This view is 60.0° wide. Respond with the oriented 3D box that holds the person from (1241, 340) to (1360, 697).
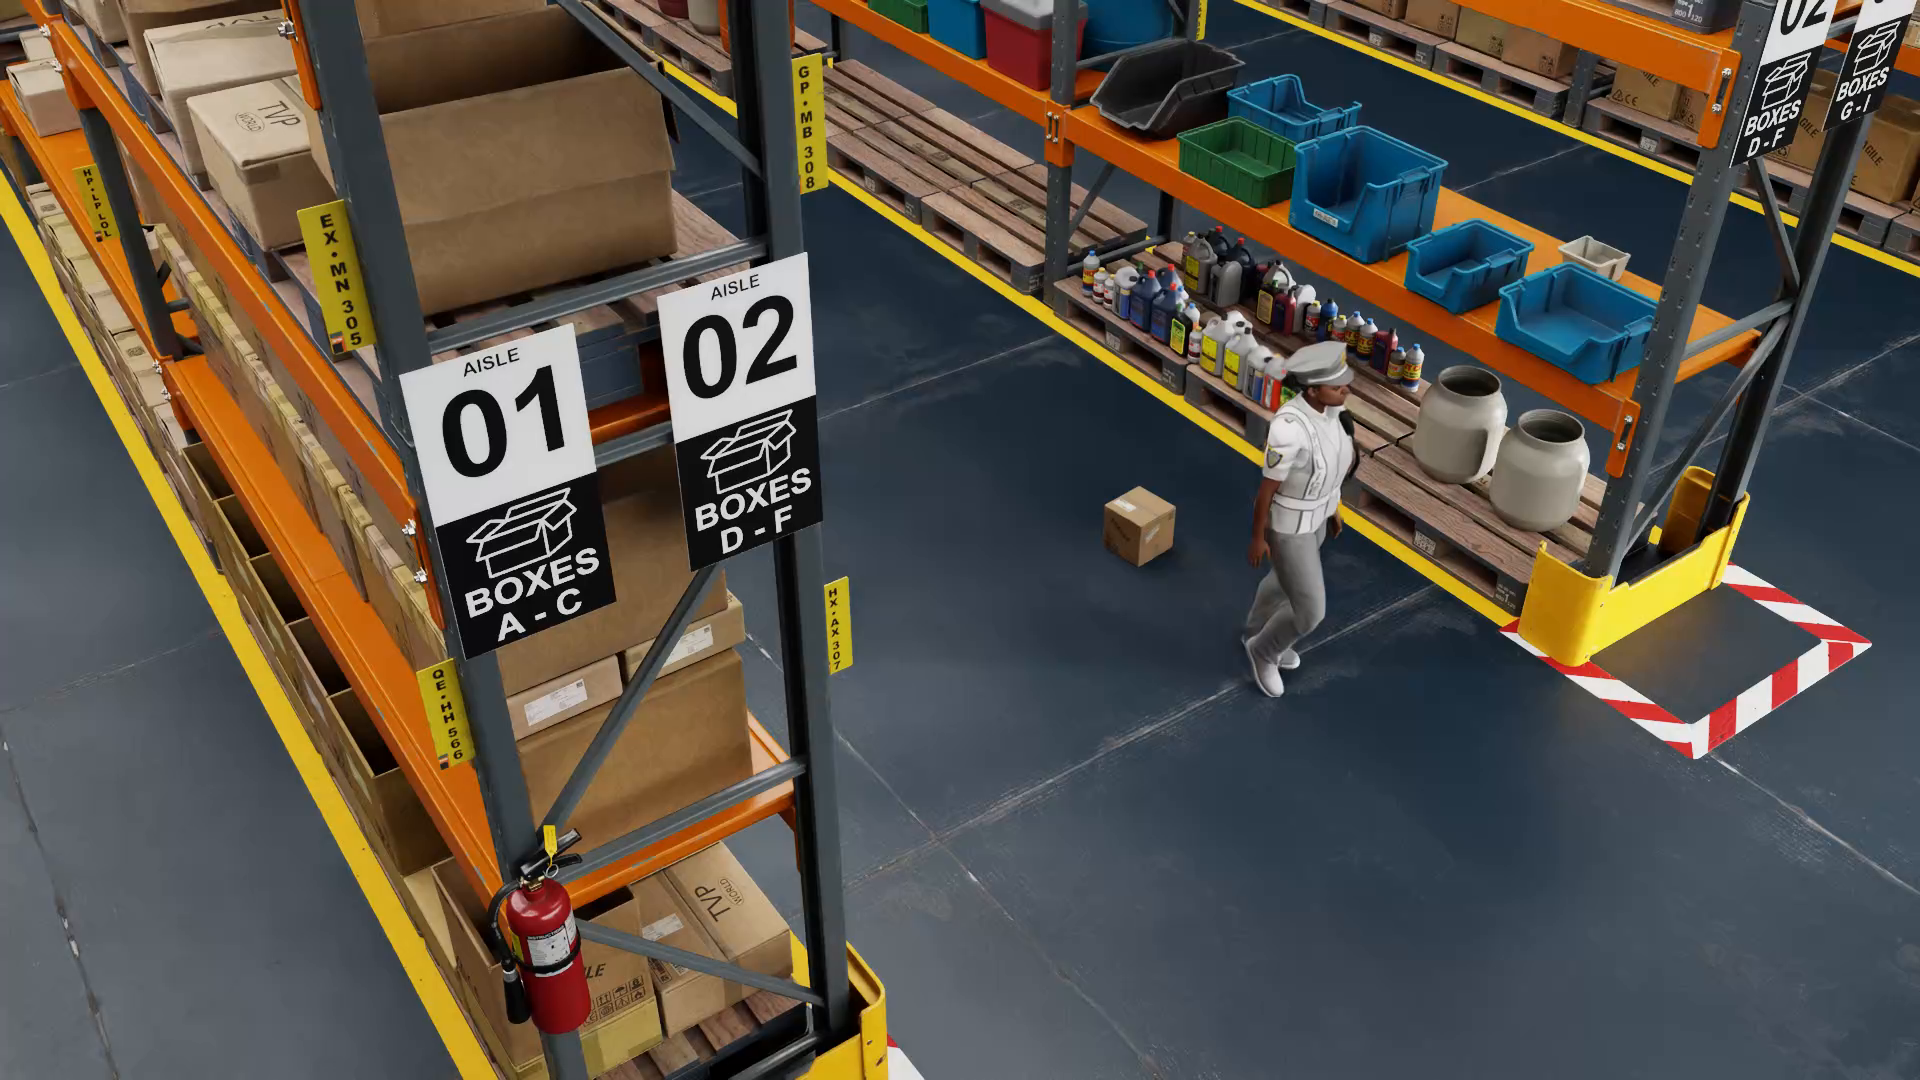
[{"bbox_3d":[1.452,-0.069,7.068,0.466,1.734,0.483,25,43,30],"label":"person"}]
